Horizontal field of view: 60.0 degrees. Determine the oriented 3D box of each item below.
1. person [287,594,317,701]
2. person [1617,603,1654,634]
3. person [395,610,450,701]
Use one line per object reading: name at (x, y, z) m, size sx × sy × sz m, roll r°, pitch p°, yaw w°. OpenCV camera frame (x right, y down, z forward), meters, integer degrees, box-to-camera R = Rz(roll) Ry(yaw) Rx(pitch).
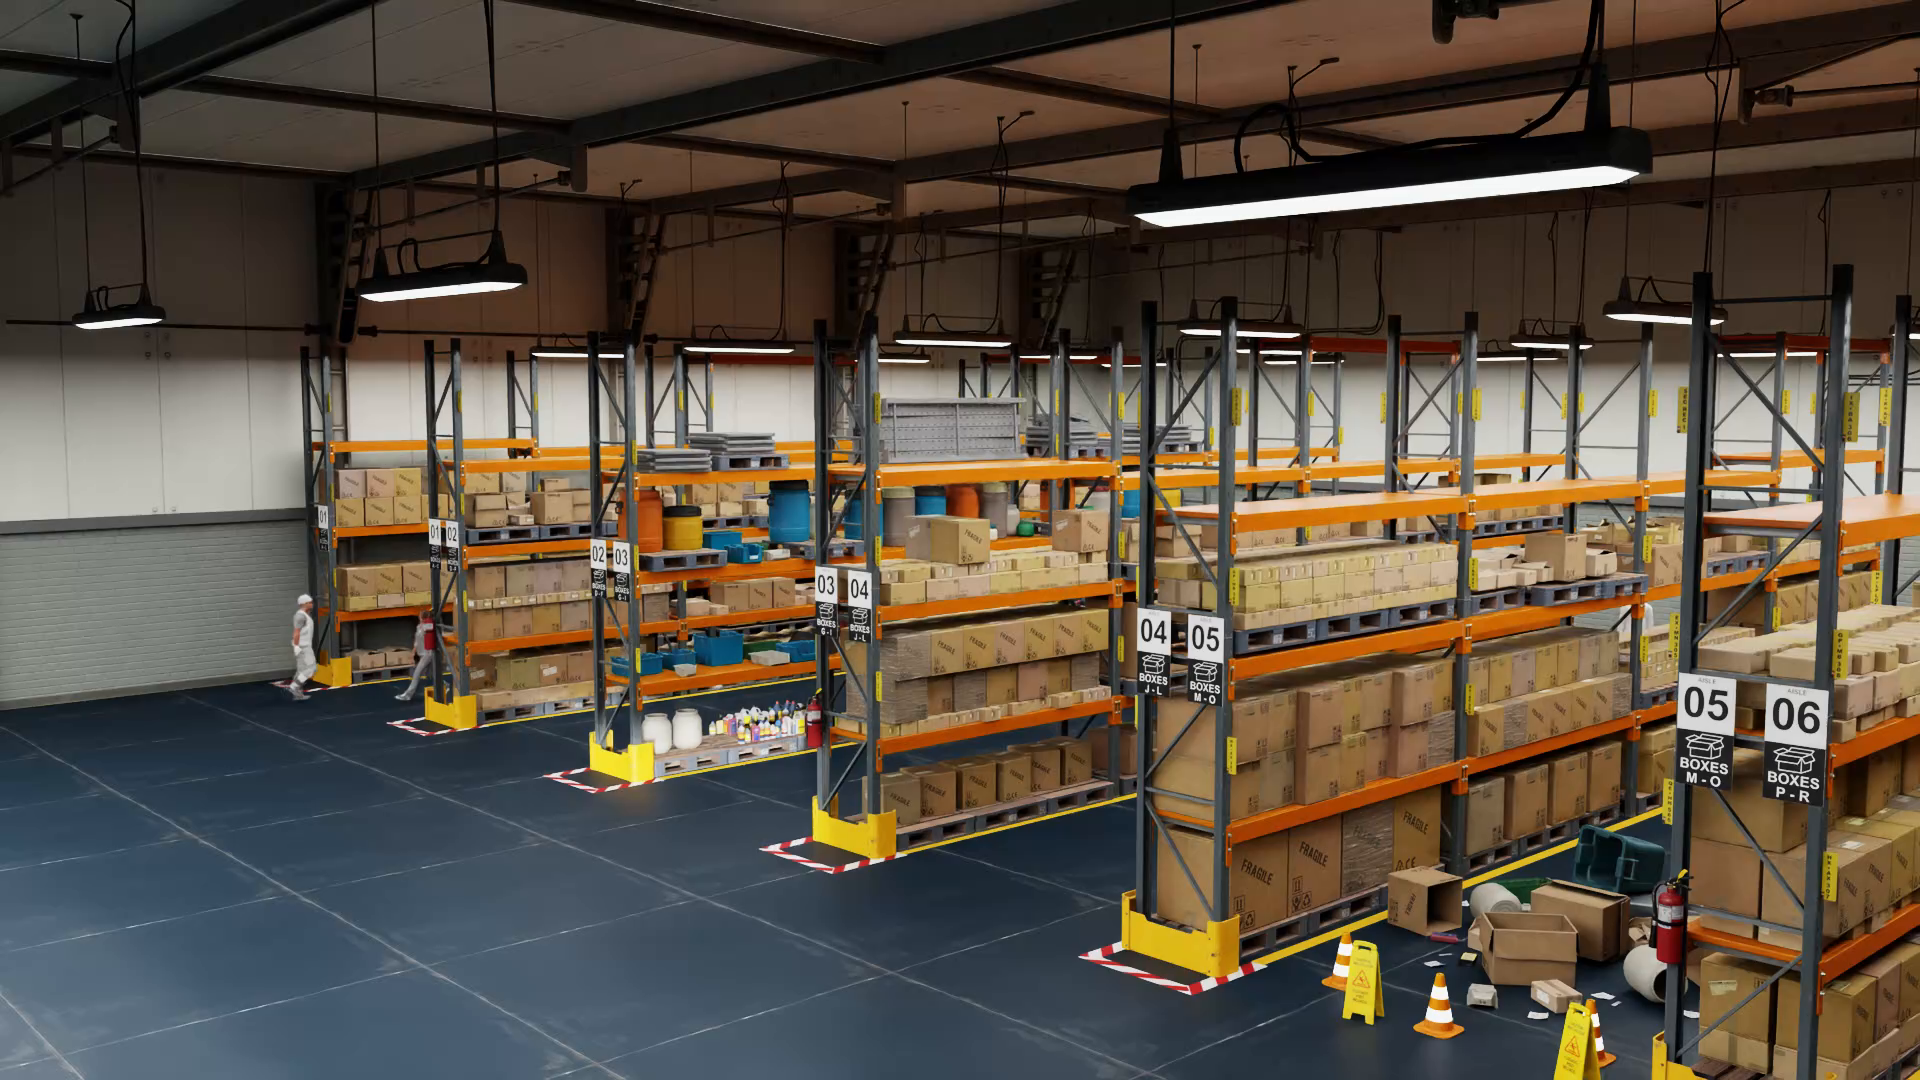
person at (-11.087, 1.807, 27.995) m, size 0.503 × 1.779 × 0.571 m, roll -2°, pitch 6°, yaw -24°
person at (11.785, 1.772, 29.034) m, size 0.629 × 1.665 × 0.521 m, roll 1°, pitch 5°, yaw 14°
person at (-9.079, 1.928, 28.073) m, size 1.028 × 1.506 × 0.398 m, roll -5°, pitch 7°, yaw -45°
